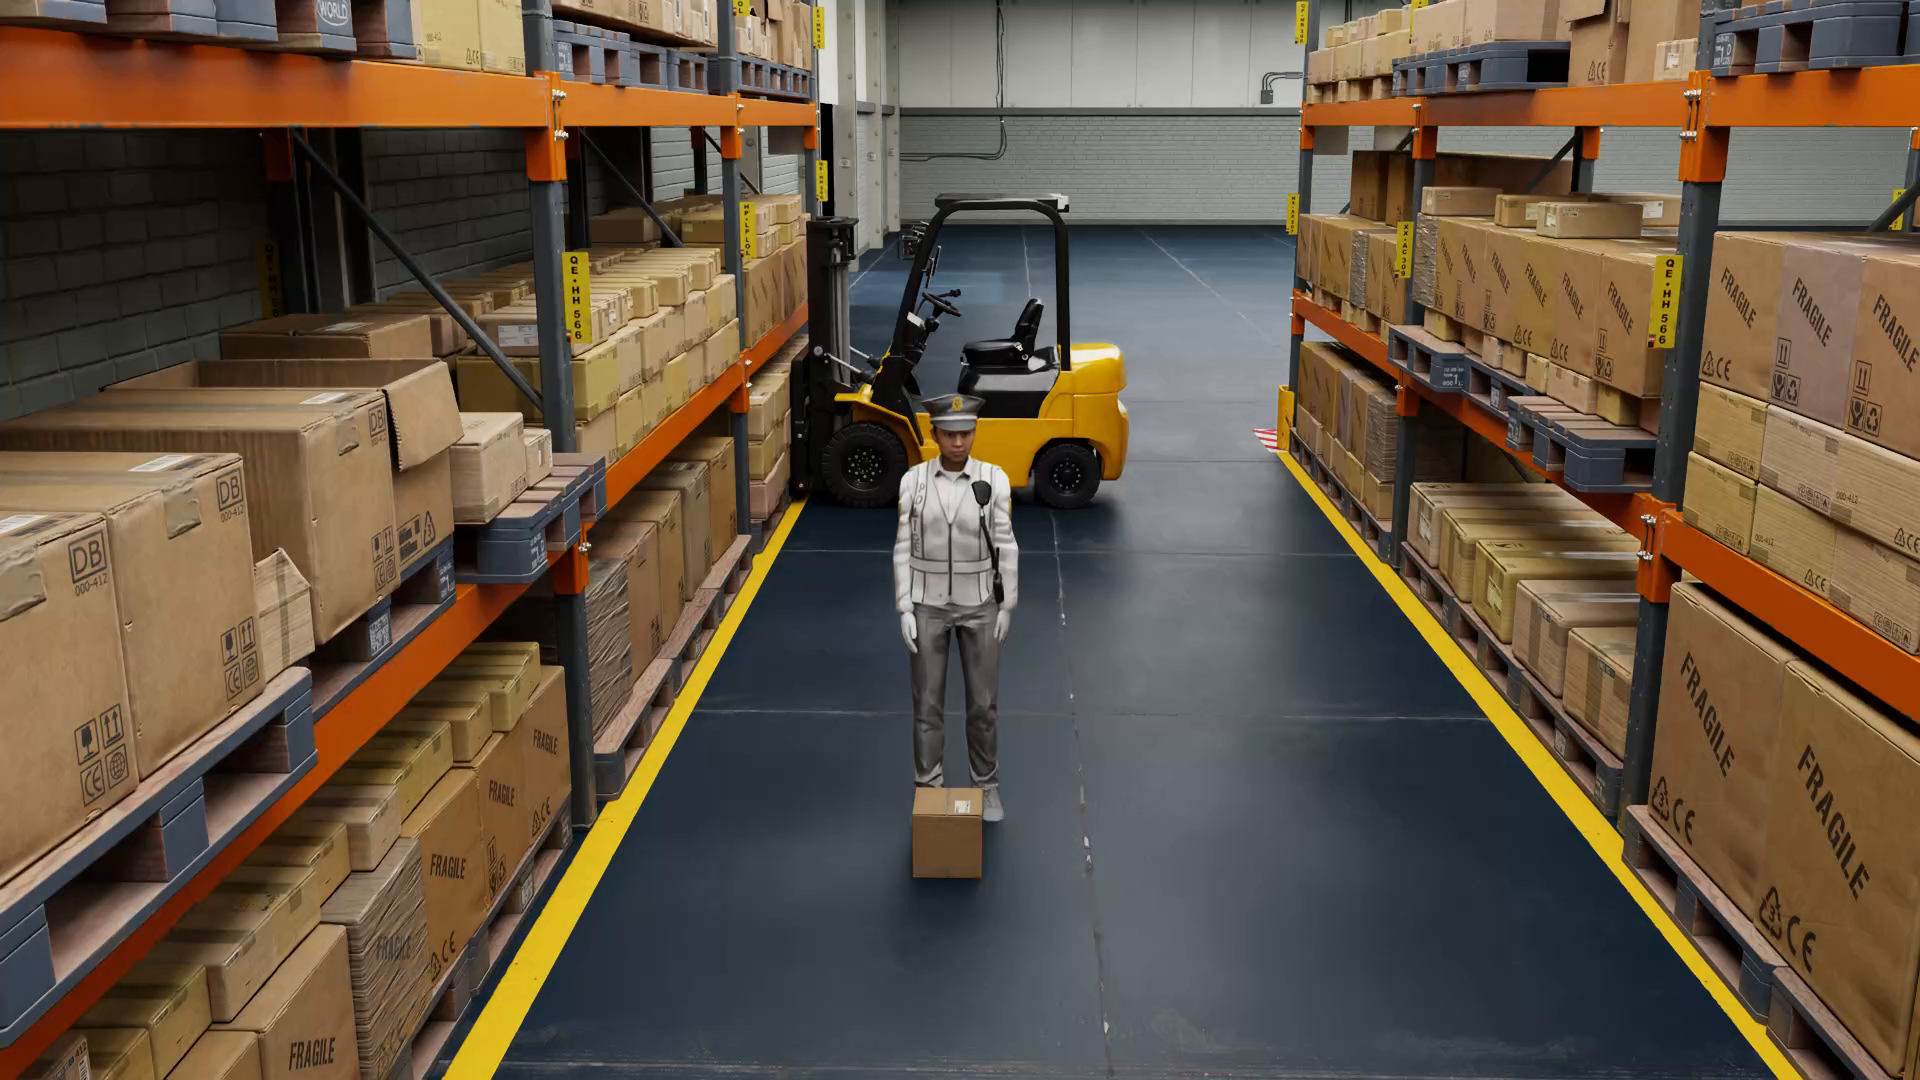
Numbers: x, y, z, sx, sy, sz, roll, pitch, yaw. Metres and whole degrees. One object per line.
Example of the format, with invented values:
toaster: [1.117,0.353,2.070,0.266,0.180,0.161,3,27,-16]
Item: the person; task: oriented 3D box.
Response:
person: [-0.019,0.294,6.377,0.478,1.736,0.375,1,14,3]
